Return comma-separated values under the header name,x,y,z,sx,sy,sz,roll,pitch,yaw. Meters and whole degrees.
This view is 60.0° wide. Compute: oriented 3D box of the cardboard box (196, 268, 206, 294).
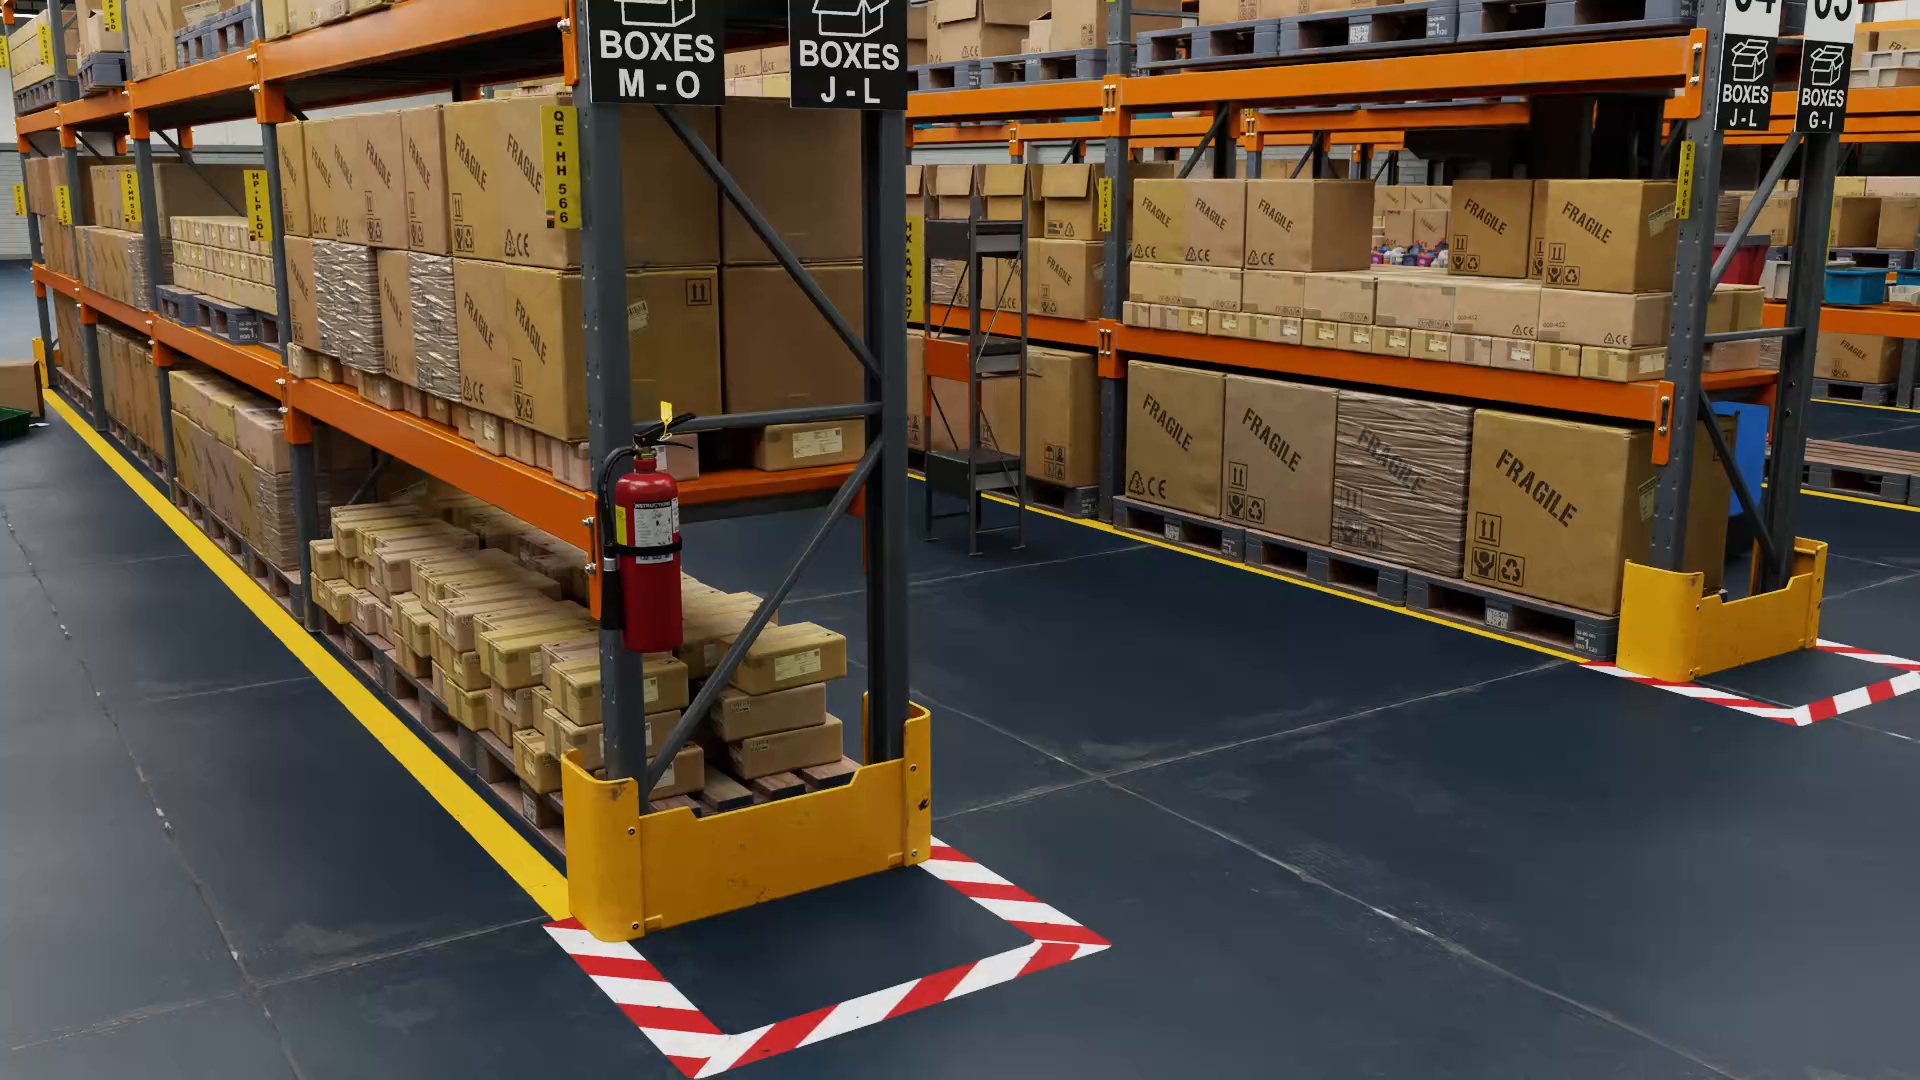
name,x,y,z,sx,sy,sz,roll,pitch,yaw
cardboard box,-4.515,-1.613,10.324,0.380,0.149,0.250,-7,14,-30

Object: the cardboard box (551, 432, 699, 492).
name,x,y,z,sx,sy,sz,roll,pitch,yaw
cardboard box,-1.027,-0.257,5.104,0.380,0.149,0.250,-8,15,-33

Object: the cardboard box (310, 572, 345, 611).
name,x,y,z,sx,sy,sz,roll,pitch,yaw
cardboard box,-2.893,0.224,8.008,0.380,0.149,0.250,-9,15,-35

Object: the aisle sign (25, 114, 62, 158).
name,x,y,z,sx,sy,sz,roll,pitch,yaw
aisle sign,-9.765,-4.448,17.595,0.394,0.787,0.004,-8,15,-33

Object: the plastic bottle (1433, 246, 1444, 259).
name,x,y,z,sx,sy,sz,roll,pitch,yaw
plastic bottle,4.459,-2.602,15.511,0.061,0.283,0.133,-8,15,-33

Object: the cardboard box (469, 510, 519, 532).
name,x,y,z,sx,sy,sz,roll,pitch,yaw
cardboard box,-2.095,-0.053,7.881,0.380,0.149,0.250,-8,15,-33

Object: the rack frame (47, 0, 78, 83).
name,x,y,z,sx,sy,sz,roll,pitch,yaw
rack frame,-7.260,-5.420,14.083,1.000,3.000,0.127,-8,15,-33

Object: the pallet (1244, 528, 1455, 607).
name,x,y,z,sx,sy,sz,roll,pitch,yaw
pallet,2.394,0.088,9.464,1.003,0.211,1.213,-8,15,-33

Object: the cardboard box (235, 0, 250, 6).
name,x,y,z,sx,sy,sz,roll,pitch,yaw
cardboard box,-3.574,-3.078,9.169,0.797,0.503,0.637,-8,15,-34

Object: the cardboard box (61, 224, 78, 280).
name,x,y,z,sx,sy,sz,roll,pitch,yaw
cardboard box,-7.798,-2.722,15.437,0.875,0.550,0.550,-8,15,-33

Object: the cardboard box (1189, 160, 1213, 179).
name,x,y,z,sx,sy,sz,roll,pitch,yaw
cardboard box,3.811,-5.348,24.525,0.700,0.500,0.500,-8,15,-33

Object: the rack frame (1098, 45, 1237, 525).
name,x,y,z,sx,sy,sz,roll,pitch,yaw
rack frame,1.357,-1.636,10.820,1.000,3.000,0.127,-8,15,-33

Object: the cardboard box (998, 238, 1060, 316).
name,x,y,z,sx,sy,sz,roll,pitch,yaw
cardboard box,0.603,-1.824,11.448,0.500,0.500,0.500,-8,14,-31

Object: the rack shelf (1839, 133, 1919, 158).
name,x,y,z,sx,sy,sz,roll,pitch,yaw
rack shelf,12.620,-4.864,20.246,1.077,0.370,4.000,-8,15,-33

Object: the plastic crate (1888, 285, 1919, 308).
name,x,y,z,sx,sy,sz,roll,pitch,yaw
plastic crate,6.592,-1.685,11.523,0.298,0.136,0.250,-8,15,-33

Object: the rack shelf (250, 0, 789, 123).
name,x,y,z,sx,sy,sz,roll,pitch,yaw
rack shelf,-1.720,-1.825,6.348,1.077,0.370,4.000,-8,15,-33

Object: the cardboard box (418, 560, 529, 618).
name,x,y,z,sx,sy,sz,roll,pitch,yaw
cardboard box,-1.965,0.197,6.737,0.380,0.149,0.250,-8,15,-32

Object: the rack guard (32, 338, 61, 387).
name,x,y,z,sx,sy,sz,roll,pitch,yaw
rack guard,-9.490,-1.984,18.264,1.175,0.500,0.348,-8,15,-33

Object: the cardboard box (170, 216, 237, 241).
name,x,y,z,sx,sy,sz,roll,pitch,yaw
cardboard box,-4.947,-2.045,10.905,0.380,0.149,0.250,-8,15,-33

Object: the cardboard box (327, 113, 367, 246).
name,x,y,z,sx,sy,sz,roll,pitch,yaw
cardboard box,-2.227,-1.456,6.730,0.500,0.500,0.500,-8,15,-32

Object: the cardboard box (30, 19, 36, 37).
name,x,y,z,sx,sy,sz,roll,pitch,yaw
cardboard box,-8.290,-4.683,15.238,0.380,0.149,0.250,-8,15,-33

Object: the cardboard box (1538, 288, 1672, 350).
name,x,y,z,sx,sy,sz,roll,pitch,yaw
cardboard box,3.084,-1.051,7.802,0.500,0.250,0.500,-8,15,-34

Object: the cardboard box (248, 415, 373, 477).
name,x,y,z,sx,sy,sz,roll,pitch,yaw
cardboard box,-3.451,-0.520,8.829,0.500,0.250,0.500,-9,15,-34

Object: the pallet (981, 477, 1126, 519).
name,x,y,z,sx,sy,sz,roll,pitch,yaw
pallet,0.867,-0.402,11.705,1.003,0.211,1.213,-8,15,-33

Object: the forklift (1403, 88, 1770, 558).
name,x,y,z,sx,sy,sz,roll,pitch,yaw
forklift,3.413,-1.504,10.381,1.130,2.935,3.031,-9,15,-37

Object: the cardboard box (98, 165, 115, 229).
name,x,y,z,sx,sy,sz,roll,pitch,yaw
cardboard box,-6.693,-2.848,13.789,0.700,0.500,0.500,-8,15,-34

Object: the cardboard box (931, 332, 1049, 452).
name,x,y,z,sx,sy,sz,roll,pitch,yaw
cardboard box,0.490,-1.073,12.238,1.225,0.875,0.875,-9,15,-35

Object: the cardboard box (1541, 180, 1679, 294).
name,x,y,z,sx,sy,sz,roll,pitch,yaw
cardboard box,3.085,-1.418,7.725,0.500,0.500,0.500,-8,15,-32

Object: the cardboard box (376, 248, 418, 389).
name,x,y,z,sx,sy,sz,roll,pitch,yaw
cardboard box,-1.912,-0.870,6.388,0.500,0.500,0.500,-7,14,-30

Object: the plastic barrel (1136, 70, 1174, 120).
name,x,y,z,sx,sy,sz,roll,pitch,yaw
plastic barrel,2.235,-5.058,18.273,0.600,0.901,0.708,-8,15,-33

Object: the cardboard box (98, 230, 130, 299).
name,x,y,z,sx,sy,sz,roll,pitch,yaw
cardboard box,-6.357,-2.144,12.909,0.500,0.500,0.500,-8,15,-32

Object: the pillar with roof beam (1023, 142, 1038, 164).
name,x,y,z,sx,sy,sz,roll,pitch,yaw
pillar with roof beam,-2.045,-10.062,35.310,9.100,9.000,0.548,-8,15,-33

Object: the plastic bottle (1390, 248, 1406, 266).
name,x,y,z,sx,sy,sz,roll,pitch,yaw
plastic bottle,4.003,-2.511,15.113,0.152,0.276,0.135,-8,15,-33

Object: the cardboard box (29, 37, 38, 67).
name,x,y,z,sx,sy,sz,roll,pitch,yaw
cardboard box,-8.302,-4.517,15.413,0.500,0.250,0.500,-8,15,-33

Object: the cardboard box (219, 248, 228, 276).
name,x,y,z,sx,sy,sz,roll,pitch,yaw
cardboard box,-4.076,-1.620,9.655,0.380,0.149,0.250,-7,14,-31

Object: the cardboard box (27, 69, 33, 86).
name,x,y,z,sx,sy,sz,roll,pitch,yaw
cardboard box,-8.712,-4.429,15.943,0.380,0.149,0.250,-8,15,-32

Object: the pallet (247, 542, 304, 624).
name,x,y,z,sx,sy,sz,roll,pitch,yaw
pallet,-3.260,0.157,9.148,1.003,0.211,1.213,-8,15,-33

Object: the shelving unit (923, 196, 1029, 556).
name,x,y,z,sx,sy,sz,roll,pitch,yaw
shelving unit,0.092,-0.996,10.003,0.431,2.100,0.503,-8,15,-33

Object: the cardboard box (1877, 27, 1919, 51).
name,x,y,z,sx,sy,sz,roll,pitch,yaw
cardboard box,9.389,-4.674,16.242,0.600,0.600,0.600,-10,16,-38

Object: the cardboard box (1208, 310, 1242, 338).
name,x,y,z,sx,sy,sz,roll,pitch,yaw
cardboard box,1.683,-1.281,9.786,0.380,0.149,0.250,-9,15,-34

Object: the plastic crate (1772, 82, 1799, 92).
name,x,y,z,sx,sy,sz,roll,pitch,yaw
plastic crate,5.941,-3.370,12.036,0.497,0.269,0.590,-8,15,-33

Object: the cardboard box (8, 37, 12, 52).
name,x,y,z,sx,sy,sz,roll,pitch,yaw
cardboard box,-9.556,-5.090,17.099,0.380,0.149,0.250,-8,15,-32

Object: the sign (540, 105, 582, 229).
name,x,y,z,sx,sy,sz,roll,pitch,yaw
sign,-1.085,-1.013,4.523,0.100,0.325,0.005,-8,15,-33

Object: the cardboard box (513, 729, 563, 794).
name,x,y,z,sx,sy,sz,roll,pitch,yaw
cardboard box,-1.304,0.730,5.694,0.380,0.149,0.250,-8,14,-31

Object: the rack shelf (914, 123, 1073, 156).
name,x,y,z,sx,sy,sz,roll,pitch,yaw
rack shelf,-0.060,-5.114,21.390,1.077,0.370,4.000,-8,15,-33

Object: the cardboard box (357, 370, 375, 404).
name,x,y,z,sx,sy,sz,roll,pitch,yaw
cardboard box,-2.316,-0.675,7.014,0.380,0.149,0.250,-8,15,-32

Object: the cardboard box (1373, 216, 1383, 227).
name,x,y,z,sx,sy,sz,roll,pitch,yaw
cardboard box,7.086,-5.341,28.068,0.500,0.250,0.500,-9,15,-34

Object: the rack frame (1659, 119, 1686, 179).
name,x,y,z,sx,sy,sz,roll,pitch,yaw
rack frame,5.481,-2.222,13.501,1.000,3.000,0.127,-8,15,-33

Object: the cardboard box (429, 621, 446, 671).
name,x,y,z,sx,sy,sz,roll,pitch,yaw
cardboard box,-1.855,0.396,6.522,0.380,0.149,0.250,-7,14,-30

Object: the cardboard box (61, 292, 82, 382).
name,x,y,z,sx,sy,sz,roll,pitch,yaw
cardboard box,-8.556,-2.099,16.929,0.875,0.875,0.875,-8,15,-34

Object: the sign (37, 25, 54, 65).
name,x,y,z,sx,sy,sz,roll,pitch,yaw
sign,-7.721,-4.180,14.038,0.100,0.325,0.005,-8,15,-33

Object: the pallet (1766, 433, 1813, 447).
name,x,y,z,sx,sy,sz,roll,pitch,yaw
pallet,5.920,-0.734,13.222,1.003,0.211,1.213,-8,15,-33

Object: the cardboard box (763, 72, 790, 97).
name,x,y,z,sx,sy,sz,roll,pitch,yaw
cardboard box,-1.326,-3.795,14.023,0.500,0.250,0.500,-8,15,-33

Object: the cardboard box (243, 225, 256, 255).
name,x,y,z,sx,sy,sz,roll,pitch,yaw
cardboard box,-3.649,-1.628,9.000,0.380,0.149,0.250,-8,15,-33

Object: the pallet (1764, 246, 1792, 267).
name,x,y,z,sx,sy,sz,roll,pitch,yaw
pallet,8.471,-3.080,17.874,1.003,0.211,1.213,-8,15,-33

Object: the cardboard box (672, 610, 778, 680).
name,x,y,z,sx,sy,sz,roll,pitch,yaw
cardboard box,-0.872,0.374,5.930,0.380,0.149,0.250,-8,15,-32

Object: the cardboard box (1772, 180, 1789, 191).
name,x,y,z,sx,sy,sz,roll,pitch,yaw
cardboard box,11.105,-4.800,22.507,0.380,0.149,0.250,-11,17,-42

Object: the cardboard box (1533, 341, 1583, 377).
name,x,y,z,sx,sy,sz,roll,pitch,yaw
cardboard box,2.957,-0.872,7.916,0.380,0.149,0.250,-8,15,-32
